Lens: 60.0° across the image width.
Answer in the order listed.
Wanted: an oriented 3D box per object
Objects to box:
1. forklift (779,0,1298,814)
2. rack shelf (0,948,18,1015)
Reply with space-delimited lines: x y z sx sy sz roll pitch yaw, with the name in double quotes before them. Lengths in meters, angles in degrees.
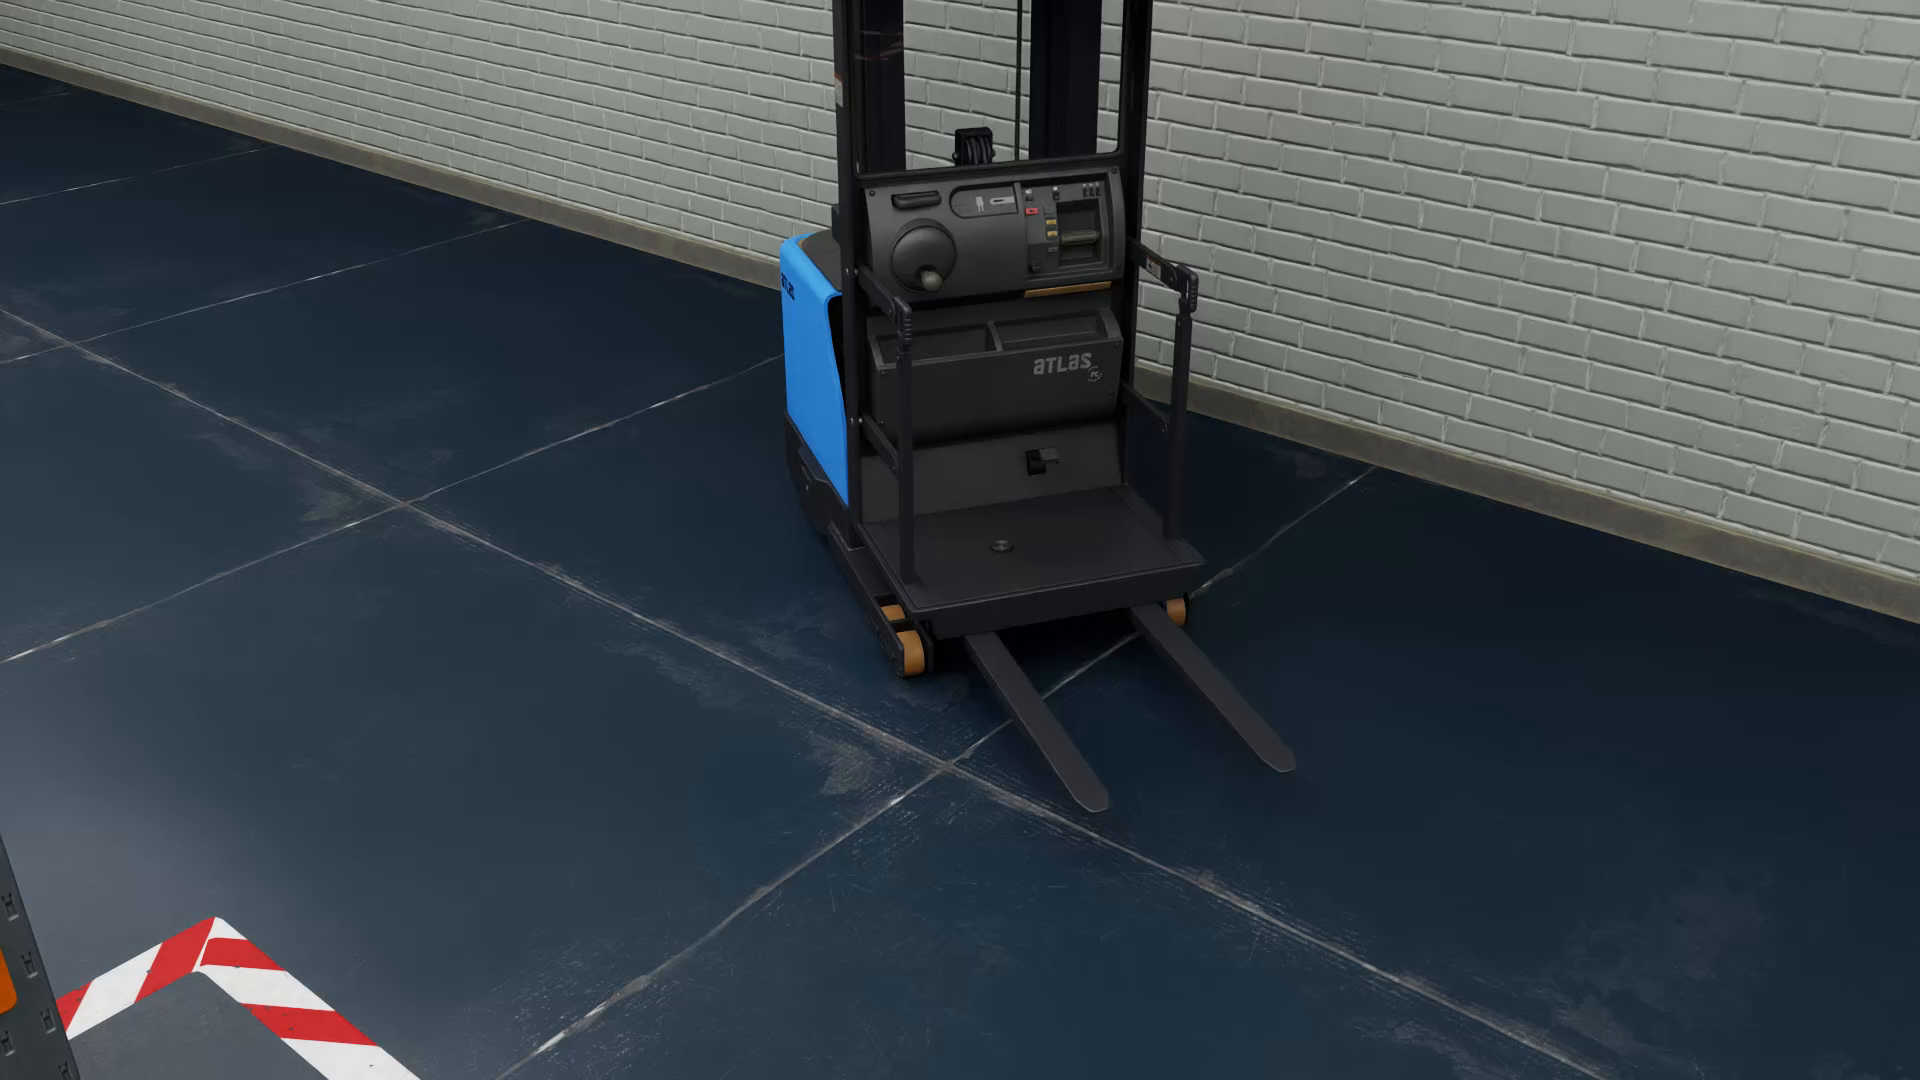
"forklift" 0.201 -1.031 5.553 1.130 2.935 3.031 -9 29 -17
"rack shelf" -3.383 1.242 1.867 1.077 0.370 4.000 21 34 34
